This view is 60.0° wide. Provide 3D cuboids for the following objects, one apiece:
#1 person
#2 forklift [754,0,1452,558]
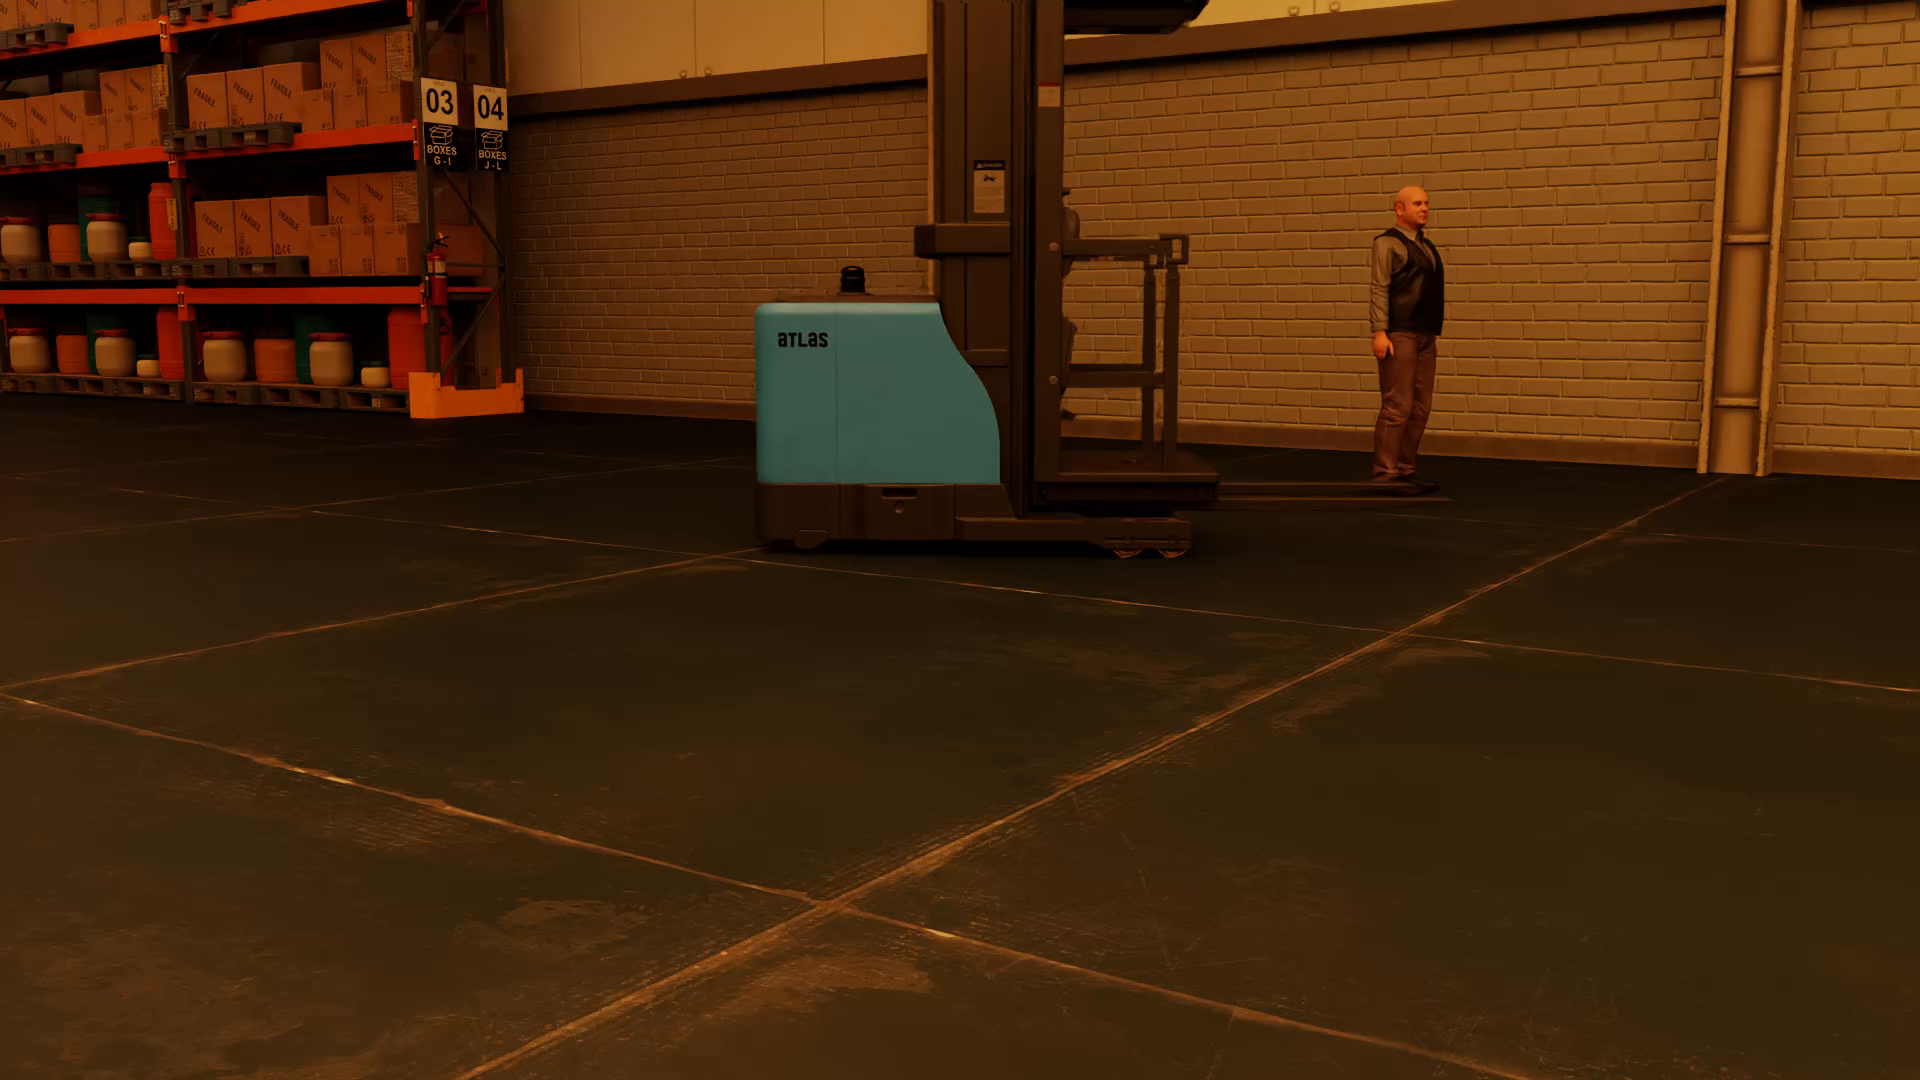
[{"bbox_3d":[2.541,-1.126,9.410,0.387,1.725,0.580,7,11,42],"label":"person"},{"bbox_3d":[0.633,-1.452,7.406,3.031,2.935,1.130,0,8,1],"label":"forklift"}]
